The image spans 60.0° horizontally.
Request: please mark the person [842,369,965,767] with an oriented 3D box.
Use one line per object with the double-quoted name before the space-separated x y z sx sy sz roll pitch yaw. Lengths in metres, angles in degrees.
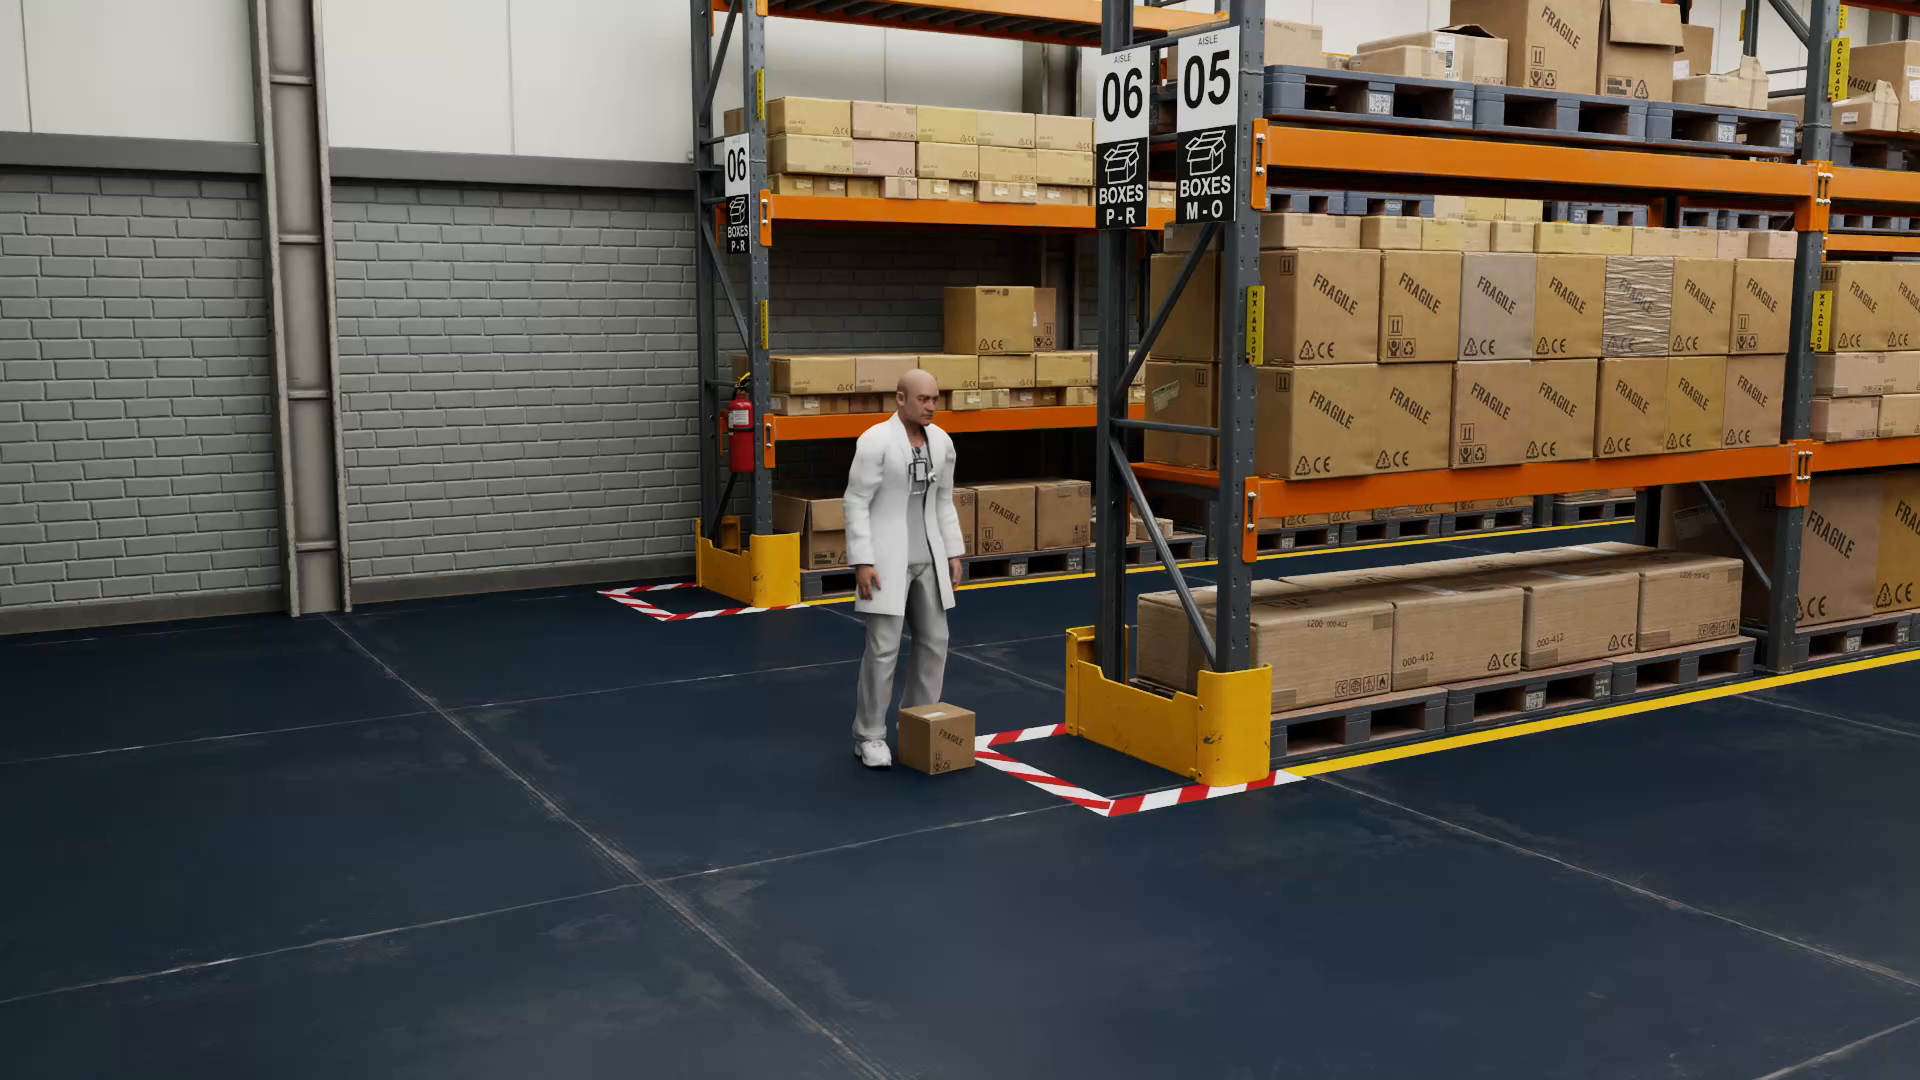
"person" -0.240 0.109 7.600 0.651 1.773 0.427 -6 10 -38
